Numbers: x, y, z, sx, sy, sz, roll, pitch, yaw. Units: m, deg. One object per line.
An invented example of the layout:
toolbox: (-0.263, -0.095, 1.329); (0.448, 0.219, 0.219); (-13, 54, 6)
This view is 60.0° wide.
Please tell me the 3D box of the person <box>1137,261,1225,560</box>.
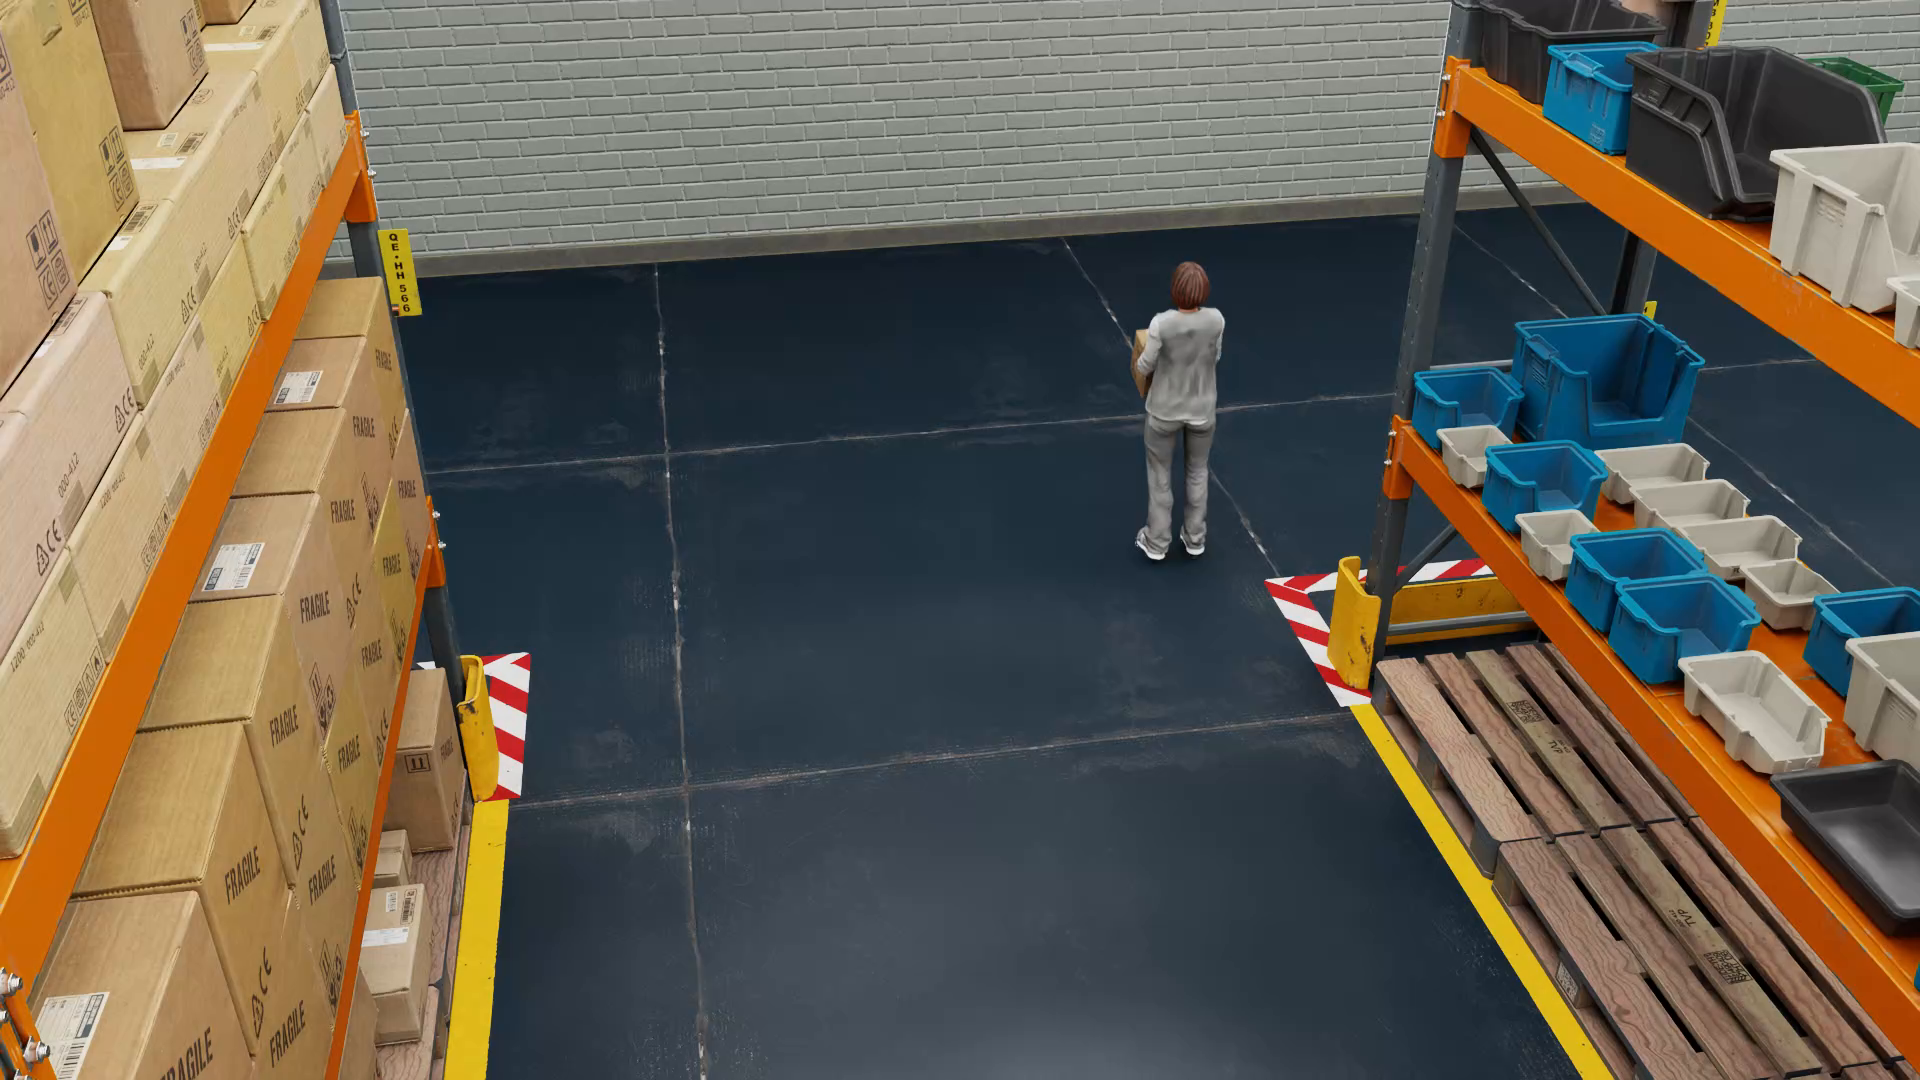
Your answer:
person: (1.069, -0.672, 8.252); (0.412, 1.598, 0.481); (-3, 31, -5)
